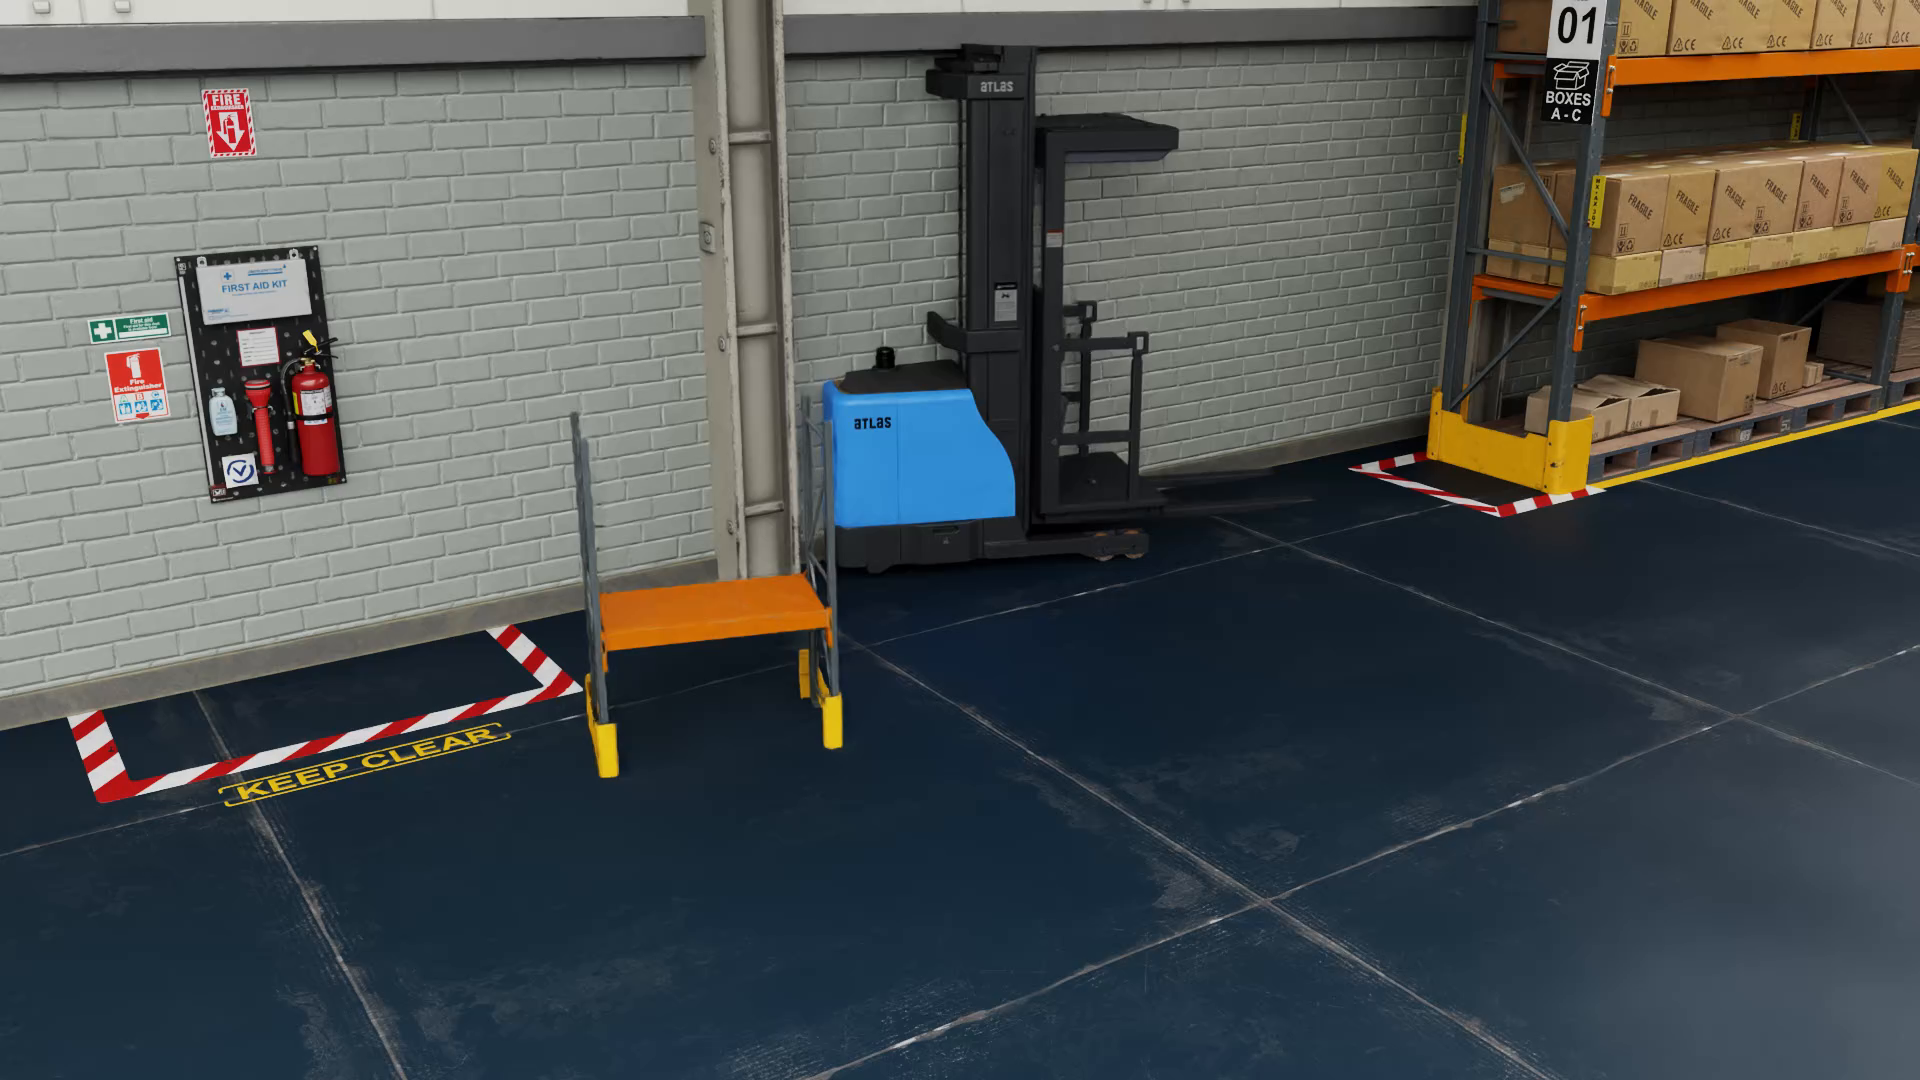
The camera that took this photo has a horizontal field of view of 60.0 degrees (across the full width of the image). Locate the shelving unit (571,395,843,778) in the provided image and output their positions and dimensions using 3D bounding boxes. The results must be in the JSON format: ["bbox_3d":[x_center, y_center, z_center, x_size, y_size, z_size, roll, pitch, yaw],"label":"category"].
[{"bbox_3d":[-1.123,0.183,7.363,1.083,1.500,0.587,-6,19,-16],"label":"shelving unit"}]

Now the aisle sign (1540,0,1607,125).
[{"bbox_3d":[3.853,-3.026,10.454,0.004,0.787,0.394,-12,22,-31],"label":"aisle sign"}]

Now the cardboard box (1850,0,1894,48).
[{"bbox_3d":[6.373,-3.829,12.017,0.500,0.500,0.500,-14,23,-36],"label":"cardboard box"}]

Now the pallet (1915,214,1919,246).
[{"bbox_3d":[7.807,-2.597,13.543,1.213,0.211,1.003,-12,22,-31],"label":"pallet"}]

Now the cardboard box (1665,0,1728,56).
[{"bbox_3d":[4.633,-3.443,10.873,0.500,0.500,0.500,-10,21,-28],"label":"cardboard box"}]

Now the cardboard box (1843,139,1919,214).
[{"bbox_3d":[7.532,-2.929,13.381,0.500,0.500,0.700,-12,22,-31],"label":"cardboard box"}]

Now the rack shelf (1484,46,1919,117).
[{"bbox_3d":[5.418,-3.320,11.822,4.000,0.370,1.077,-12,22,-31],"label":"rack shelf"}]

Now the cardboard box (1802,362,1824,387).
[{"bbox_3d":[6.658,-1.356,13.310,0.250,0.166,0.380,-16,24,-38],"label":"cardboard box"}]

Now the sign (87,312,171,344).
[{"bbox_3d":[-3.749,-0.957,7.509,0.331,0.109,0.001,-12,22,-31],"label":"sign"}]

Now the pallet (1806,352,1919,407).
[{"bbox_3d":[7.738,-1.409,14.083,1.213,0.211,1.003,-12,22,-31],"label":"pallet"}]

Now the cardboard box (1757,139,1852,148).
[{"bbox_3d":[6.581,-2.859,13.050,0.500,0.500,0.500,-13,22,-33],"label":"cardboard box"}]

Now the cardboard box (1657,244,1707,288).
[{"bbox_3d":[4.756,-1.922,11.451,0.500,0.250,0.500,-13,22,-33],"label":"cardboard box"}]

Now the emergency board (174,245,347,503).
[{"bbox_3d":[-3.239,-0.761,7.811,0.643,1.169,0.194,-12,22,-31],"label":"emergency board"}]

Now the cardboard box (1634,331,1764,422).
[{"bbox_3d":[5.491,-1.226,12.404,0.500,0.500,0.700,-14,23,-35],"label":"cardboard box"}]

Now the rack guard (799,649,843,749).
[{"bbox_3d":[-0.646,0.729,7.699,0.087,0.250,0.587,-6,19,-16],"label":"rack guard"}]

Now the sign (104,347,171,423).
[{"bbox_3d":[-3.758,-0.708,7.599,0.234,0.329,0.001,-12,22,-31],"label":"sign"}]

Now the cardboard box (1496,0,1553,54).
[{"bbox_3d":[3.957,-3.507,11.063,0.500,0.500,0.500,-10,21,-28],"label":"cardboard box"}]

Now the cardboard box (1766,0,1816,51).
[{"bbox_3d":[5.500,-3.635,11.443,0.500,0.500,0.500,-10,21,-28],"label":"cardboard box"}]

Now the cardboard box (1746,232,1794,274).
[{"bbox_3d":[5.608,-2.099,11.973,0.500,0.250,0.500,-12,22,-31],"label":"cardboard box"}]

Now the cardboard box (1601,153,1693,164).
[{"bbox_3d":[4.880,-2.500,11.987,0.500,0.500,0.500,-13,22,-33],"label":"cardboard box"}]

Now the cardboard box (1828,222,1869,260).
[{"bbox_3d":[6.439,-2.281,12.510,0.500,0.250,0.500,-12,22,-31],"label":"cardboard box"}]

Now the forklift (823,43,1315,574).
[{"bbox_3d":[0.651,-1.423,9.879,3.031,2.935,1.130,-4,19,-12],"label":"forklift"}]

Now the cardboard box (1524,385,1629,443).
[{"bbox_3d":[4.375,-0.920,11.794,0.500,0.311,0.500,-15,24,-37],"label":"cardboard box"}]

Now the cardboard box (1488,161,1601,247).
[{"bbox_3d":[4.025,-2.321,11.460,0.500,0.500,0.500,-12,22,-32],"label":"cardboard box"}]

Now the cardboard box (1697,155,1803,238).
[{"bbox_3d":[5.590,-2.453,11.849,0.500,0.500,0.500,-11,22,-30],"label":"cardboard box"}]

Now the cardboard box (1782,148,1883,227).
[{"bbox_3d":[6.450,-2.631,12.374,0.500,0.500,0.500,-12,22,-32],"label":"cardboard box"}]

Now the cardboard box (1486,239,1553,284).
[{"bbox_3d":[4.032,-1.960,11.563,0.500,0.250,0.500,-12,22,-31],"label":"cardboard box"}]

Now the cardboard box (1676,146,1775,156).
[{"bbox_3d":[5.728,-2.683,12.528,0.500,0.500,0.500,-11,22,-30],"label":"cardboard box"}]

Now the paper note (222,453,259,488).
[{"bbox_3d":[-3.425,-0.330,7.914,0.142,0.148,0.016,-12,22,-31],"label":"paper note"}]

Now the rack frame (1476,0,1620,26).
[{"bbox_3d":[3.748,-4.730,10.184,0.127,3.000,1.000,-12,22,-31],"label":"rack frame"}]

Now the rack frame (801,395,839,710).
[{"bbox_3d":[-0.628,0.135,7.505,0.032,1.500,0.500,-6,19,-16],"label":"rack frame"}]

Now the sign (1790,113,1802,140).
[{"bbox_3d":[6.780,-3.289,13.481,0.005,0.325,0.100,-12,22,-31],"label":"sign"}]

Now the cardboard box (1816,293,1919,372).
[{"bbox_3d":[7.694,-1.751,13.956,0.500,0.500,0.700,-11,22,-30],"label":"cardboard box"}]

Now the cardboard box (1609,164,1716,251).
[{"bbox_3d":[4.730,-2.270,11.306,0.500,0.500,0.500,-12,22,-31],"label":"cardboard box"}]

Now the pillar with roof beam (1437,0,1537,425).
[{"bbox_3d":[6.224,-3.933,7.827,0.400,9.000,9.100,-12,22,-31],"label":"pillar with roof beam"}]

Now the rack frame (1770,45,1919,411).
[{"bbox_3d":[7.088,-2.592,13.229,0.127,3.000,1.000,-12,22,-31],"label":"rack frame"}]
